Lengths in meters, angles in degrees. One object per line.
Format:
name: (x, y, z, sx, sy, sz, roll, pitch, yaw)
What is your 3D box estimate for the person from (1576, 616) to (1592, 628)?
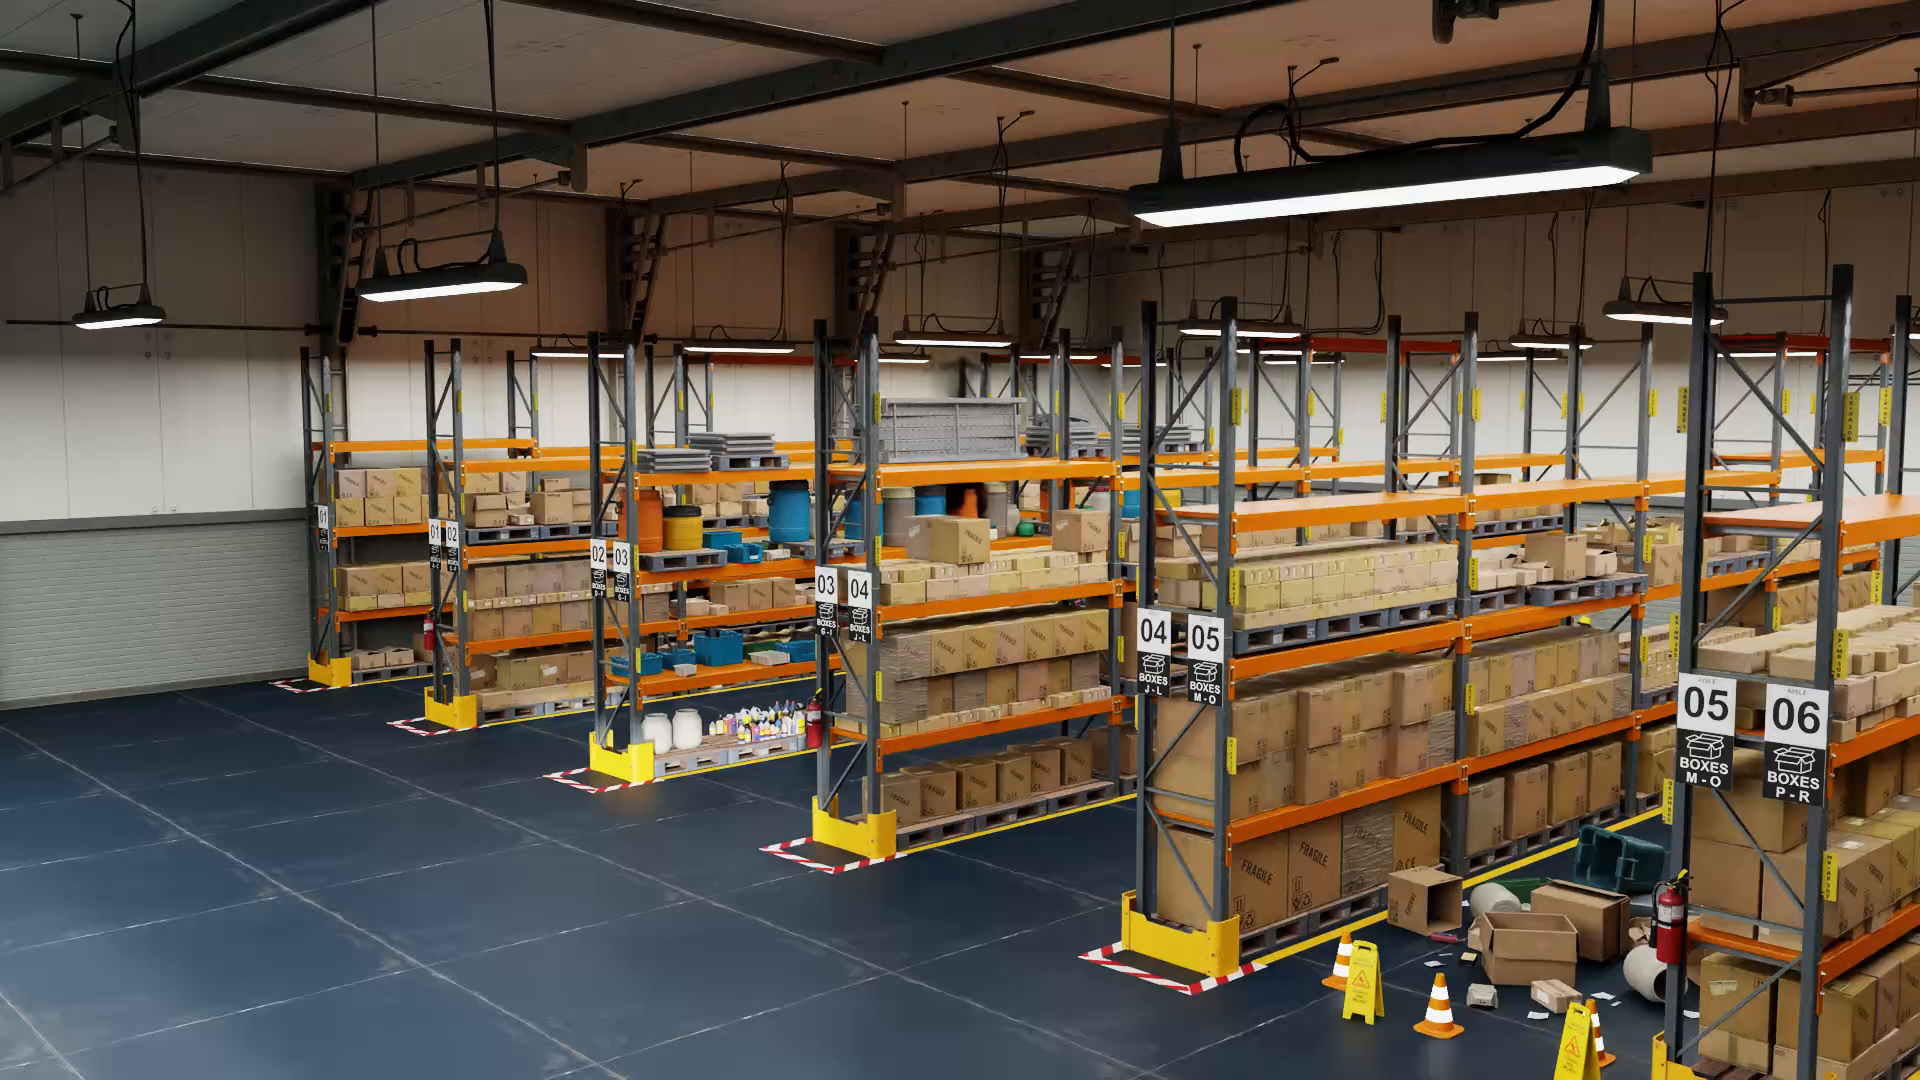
person: (9.590, 1.611, 25.622, 0.714, 0.855, 0.508, 4, 7, 40)
